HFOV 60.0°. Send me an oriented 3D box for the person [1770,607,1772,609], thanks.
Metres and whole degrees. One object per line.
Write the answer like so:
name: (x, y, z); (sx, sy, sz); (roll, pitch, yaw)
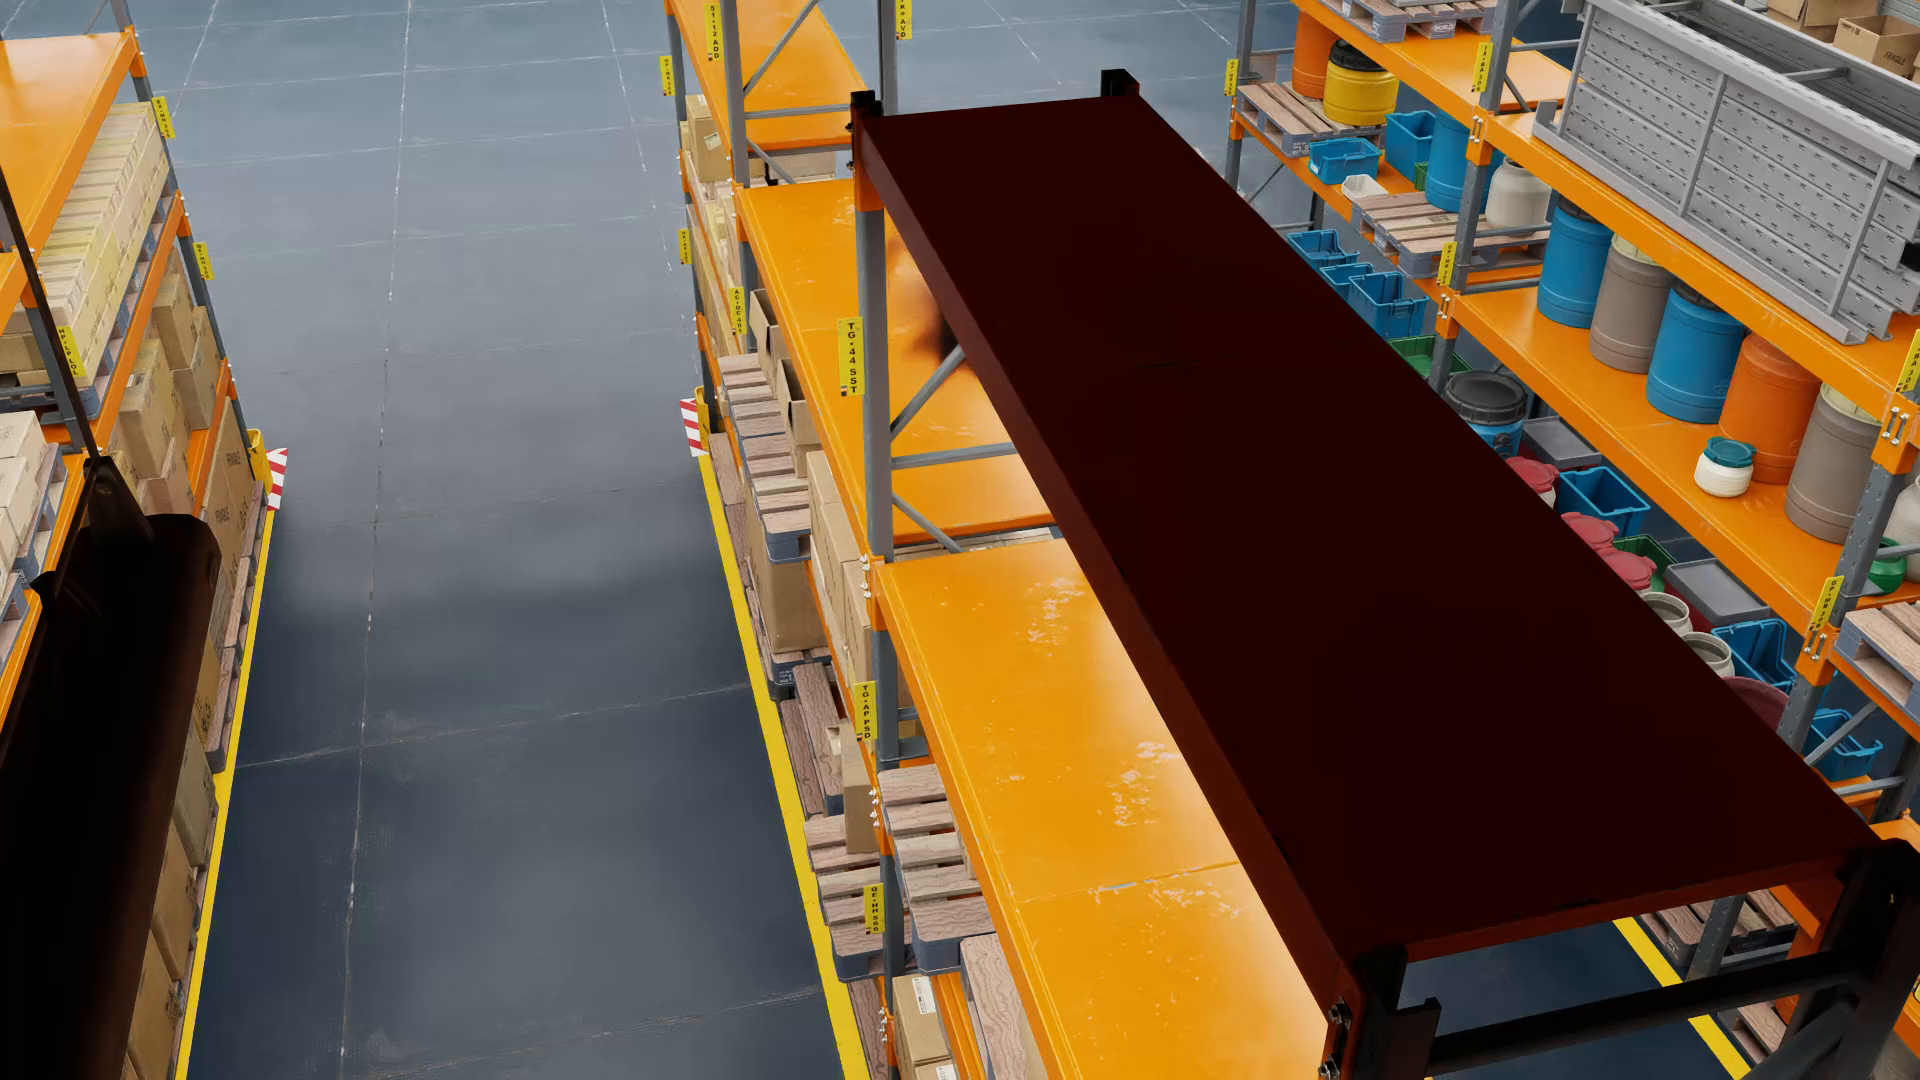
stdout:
person: (5.839, 0.319, 12.192); (0.760, 1.745, 1.065); (-17, 38, -23)
